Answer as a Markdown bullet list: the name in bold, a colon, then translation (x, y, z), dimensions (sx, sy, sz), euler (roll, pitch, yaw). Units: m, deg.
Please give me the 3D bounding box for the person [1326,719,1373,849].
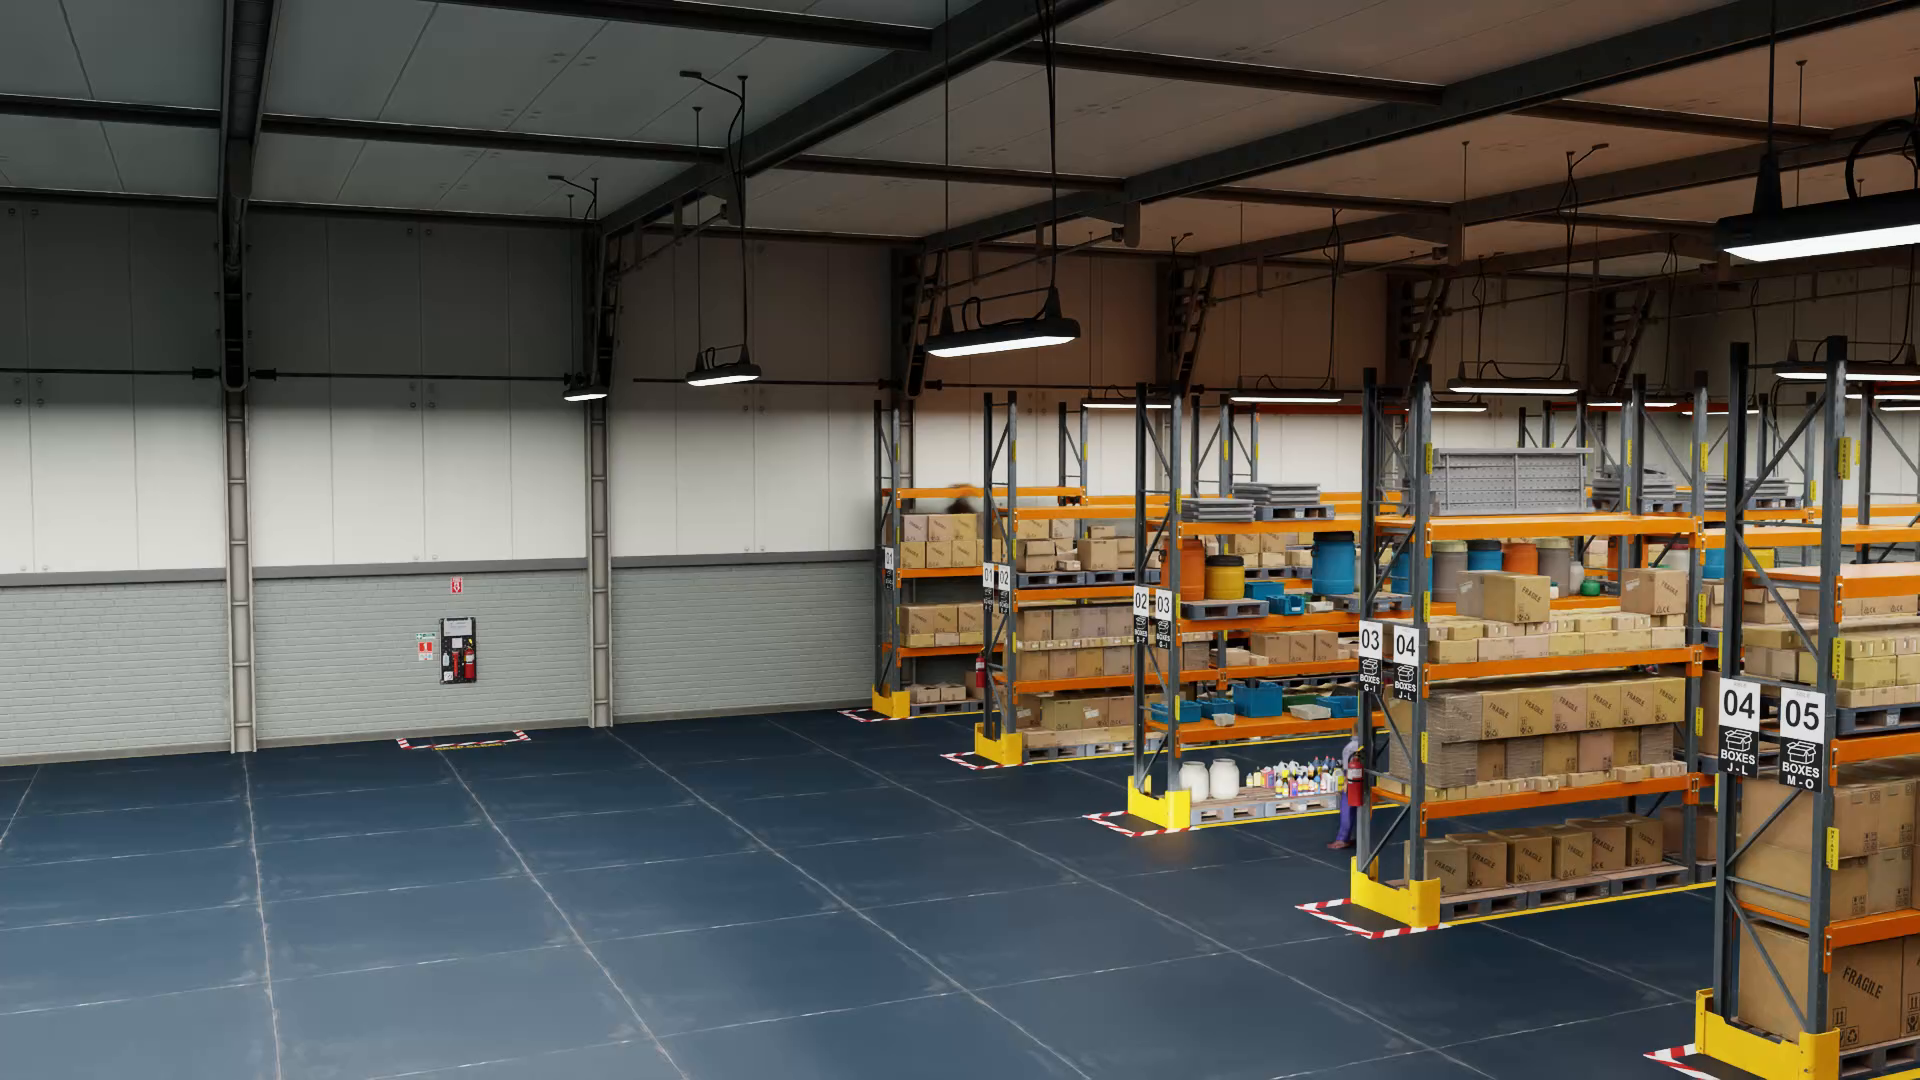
- **person**: translation (5.001, 3.109, 21.329), dimensions (0.517, 1.660, 0.490), euler (2, 4, 25)
